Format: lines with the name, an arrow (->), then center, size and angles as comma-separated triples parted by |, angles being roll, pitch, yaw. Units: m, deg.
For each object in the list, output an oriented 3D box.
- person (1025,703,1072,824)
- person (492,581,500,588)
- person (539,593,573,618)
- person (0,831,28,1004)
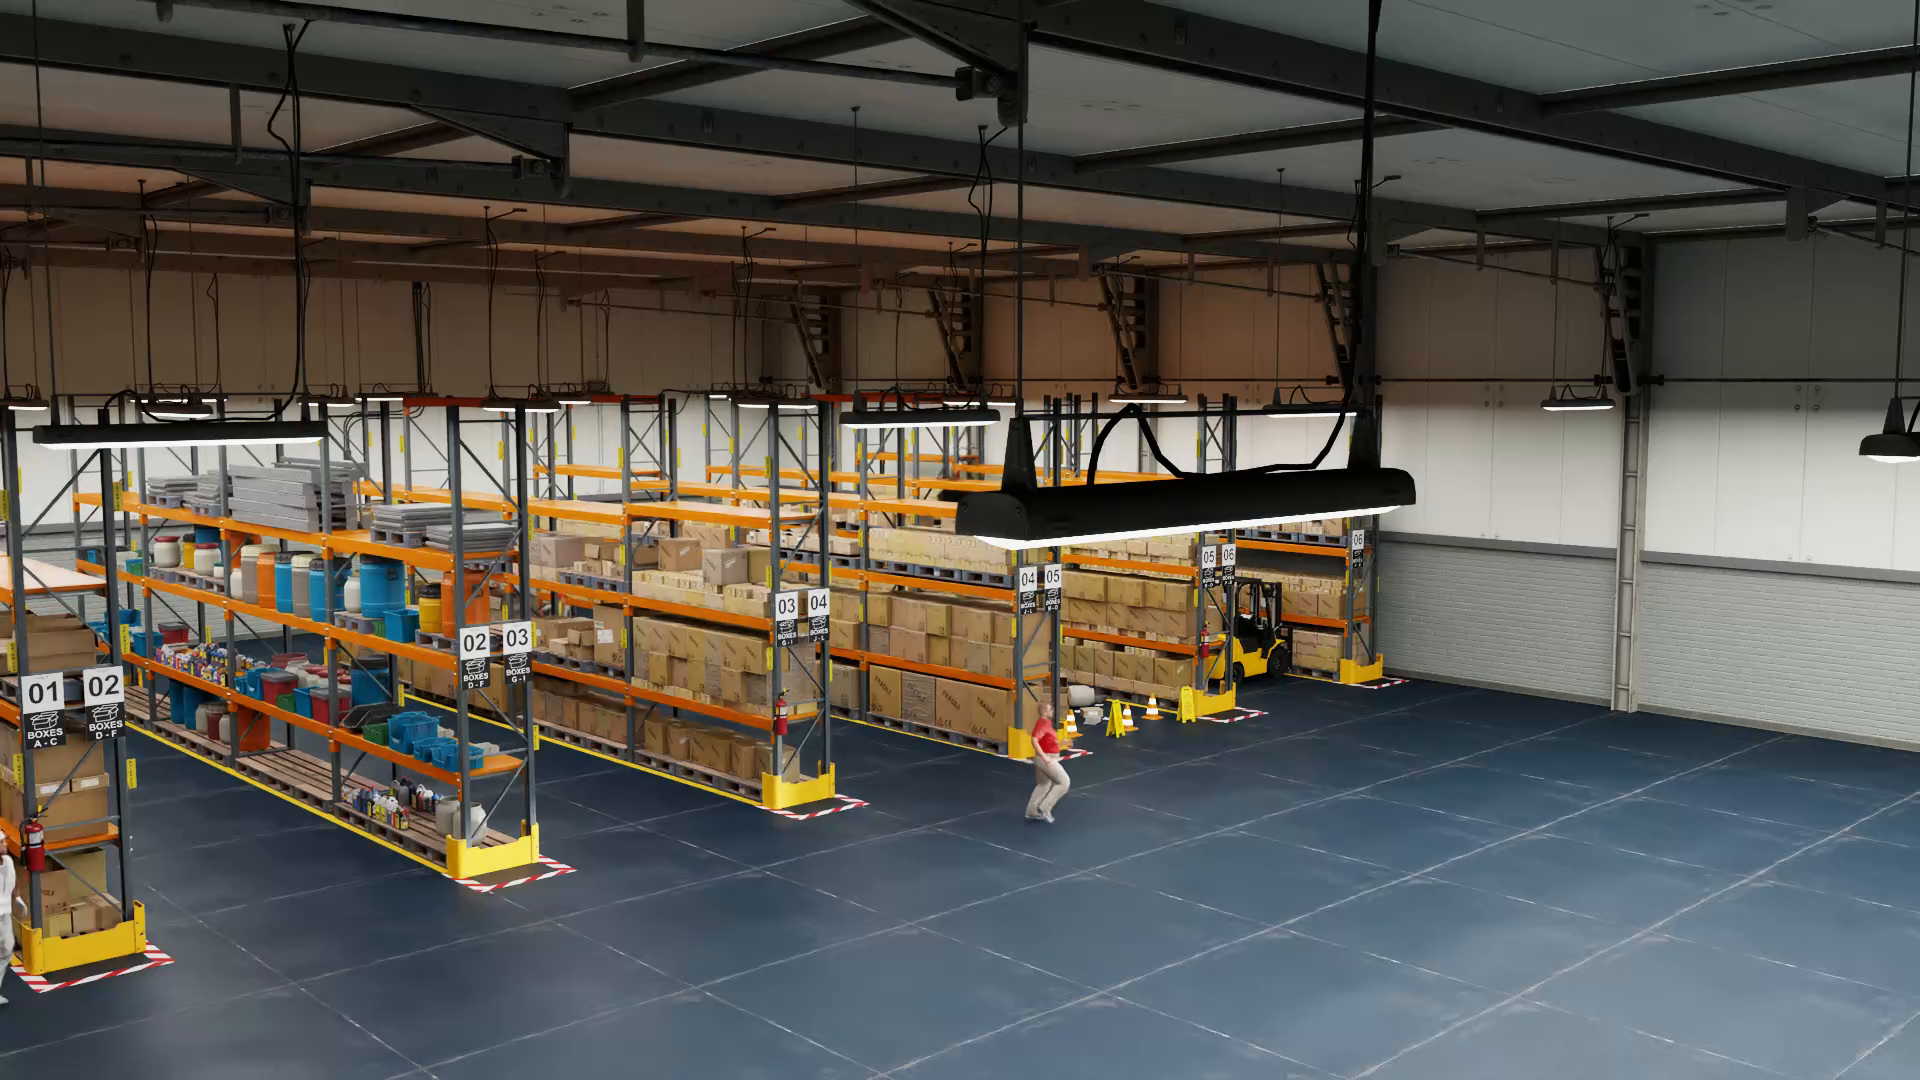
person -> 1.276, 3.184, 23.771 | 0.678, 1.721, 0.637 | -1, 6, -9
person -> -11.134, 1.746, 39.552 | 0.771, 1.609, 0.683 | 0, 6, 3
person -> -8.739, 1.981, 36.229 | 0.751, 1.705, 0.649 | 5, 7, 39
person -> -9.930, 3.826, 17.018 | 0.648, 1.729, 0.736 | 1, 6, 9
